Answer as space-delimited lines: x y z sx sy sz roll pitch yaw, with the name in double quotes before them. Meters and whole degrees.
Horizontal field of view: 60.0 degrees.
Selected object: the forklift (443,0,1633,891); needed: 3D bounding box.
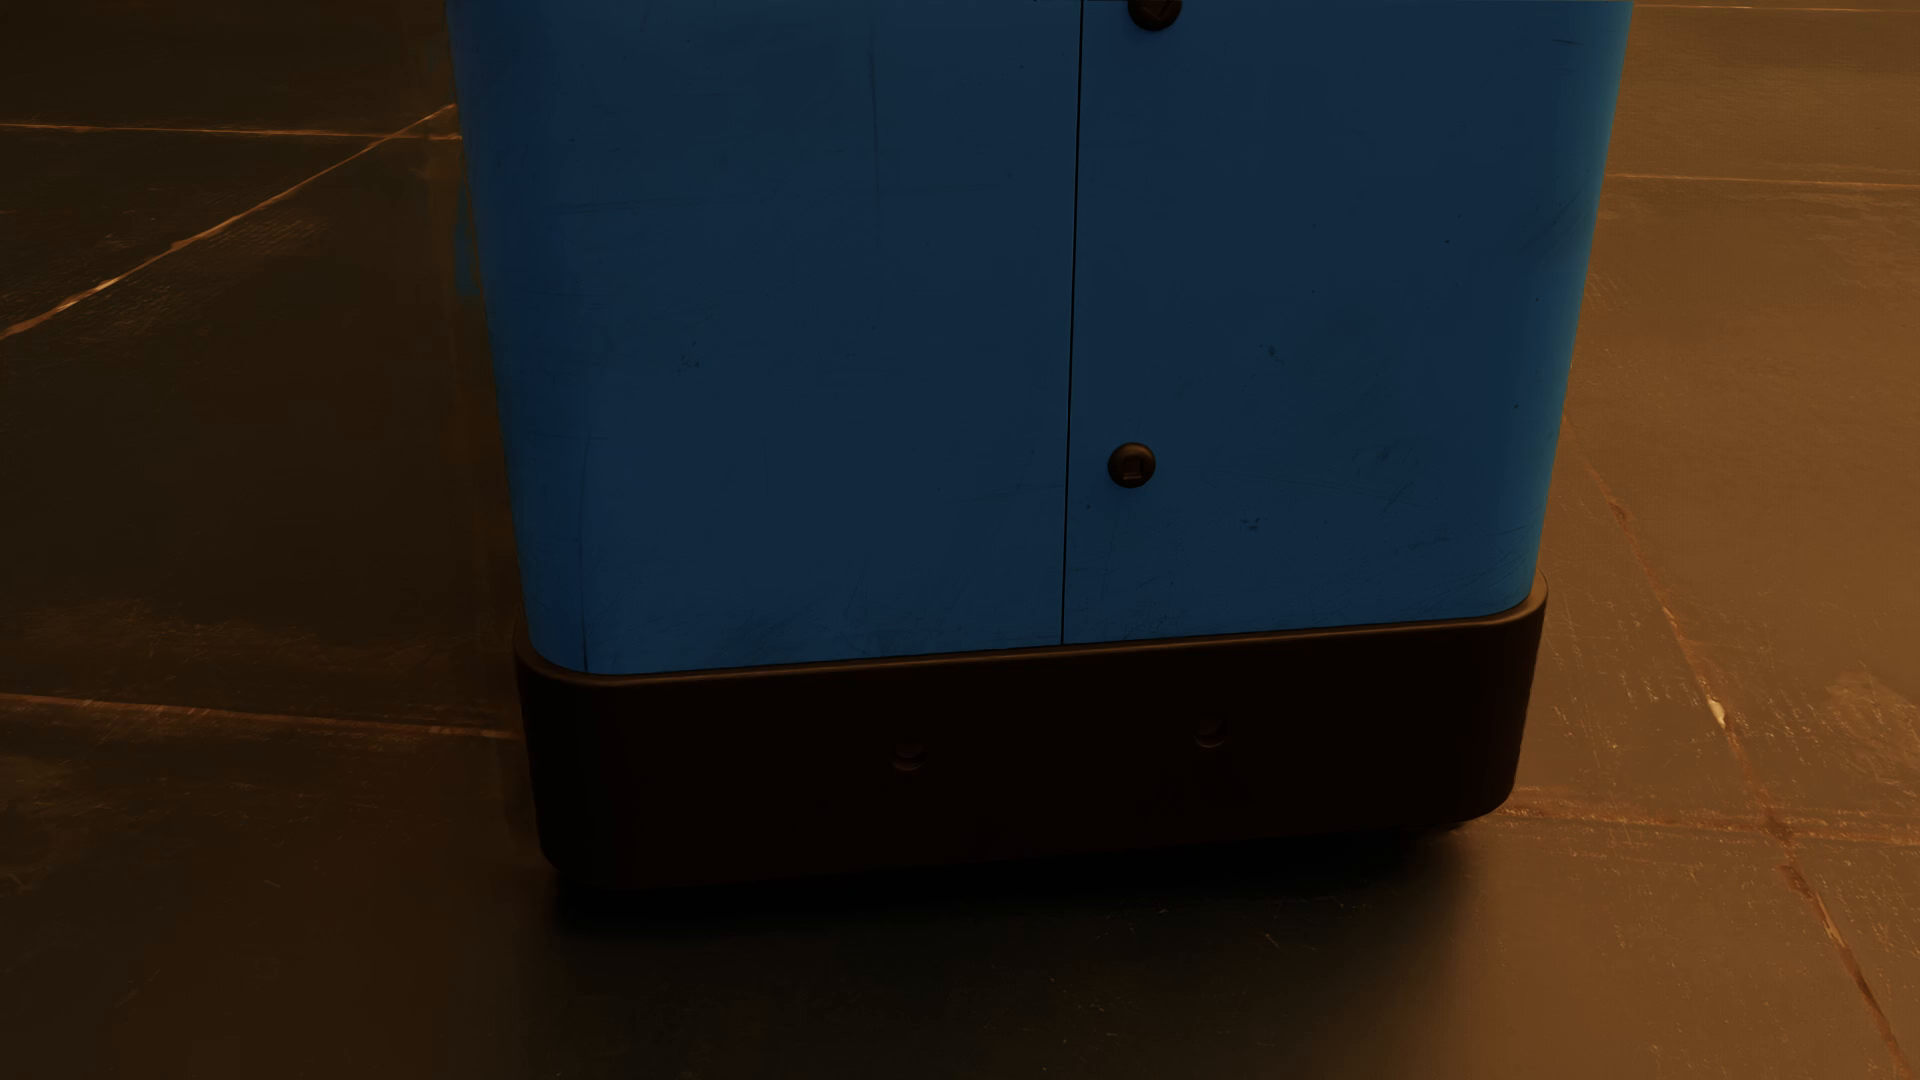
"forklift" -0.101 -1.595 2.414 1.130 2.935 3.031 -3 27 -7
